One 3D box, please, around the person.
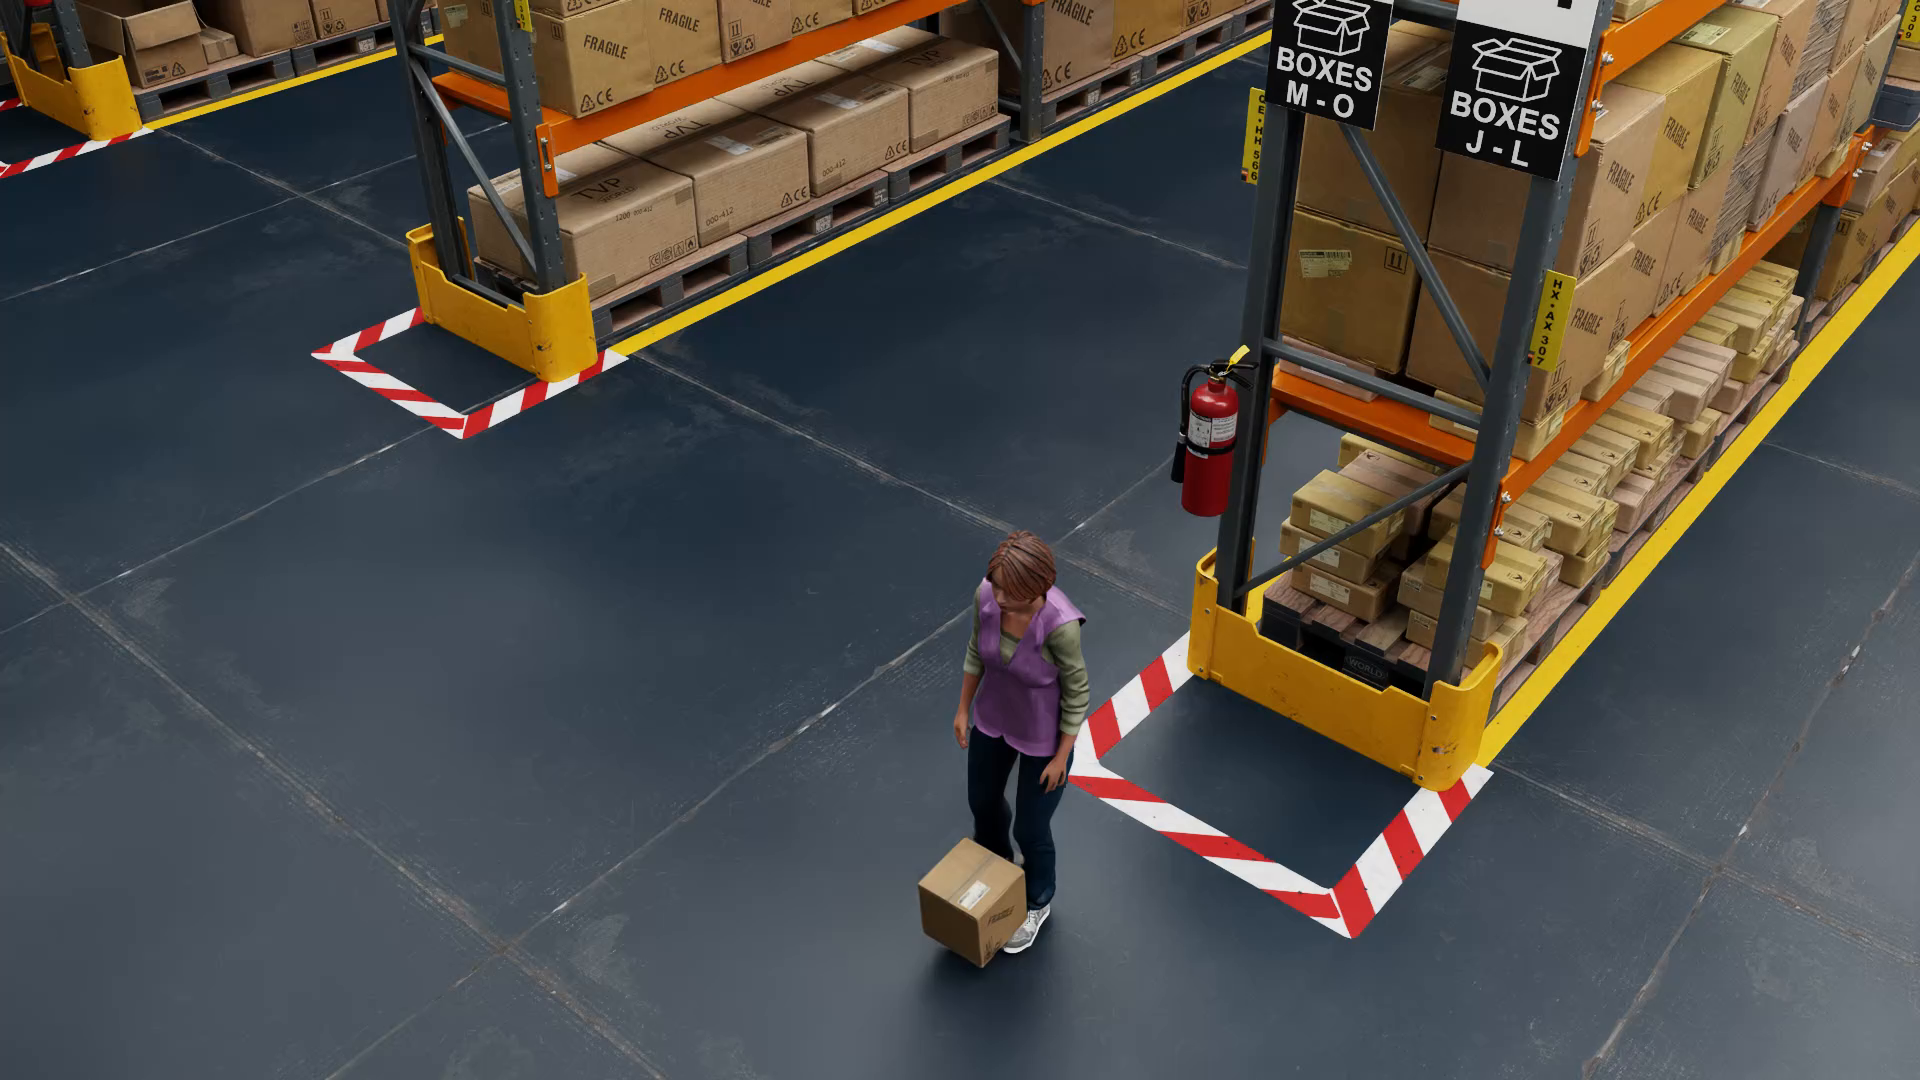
[{"bbox_3d":[0.183,0.623,5.280,0.458,1.595,0.374,24,42,30],"label":"person"}]
